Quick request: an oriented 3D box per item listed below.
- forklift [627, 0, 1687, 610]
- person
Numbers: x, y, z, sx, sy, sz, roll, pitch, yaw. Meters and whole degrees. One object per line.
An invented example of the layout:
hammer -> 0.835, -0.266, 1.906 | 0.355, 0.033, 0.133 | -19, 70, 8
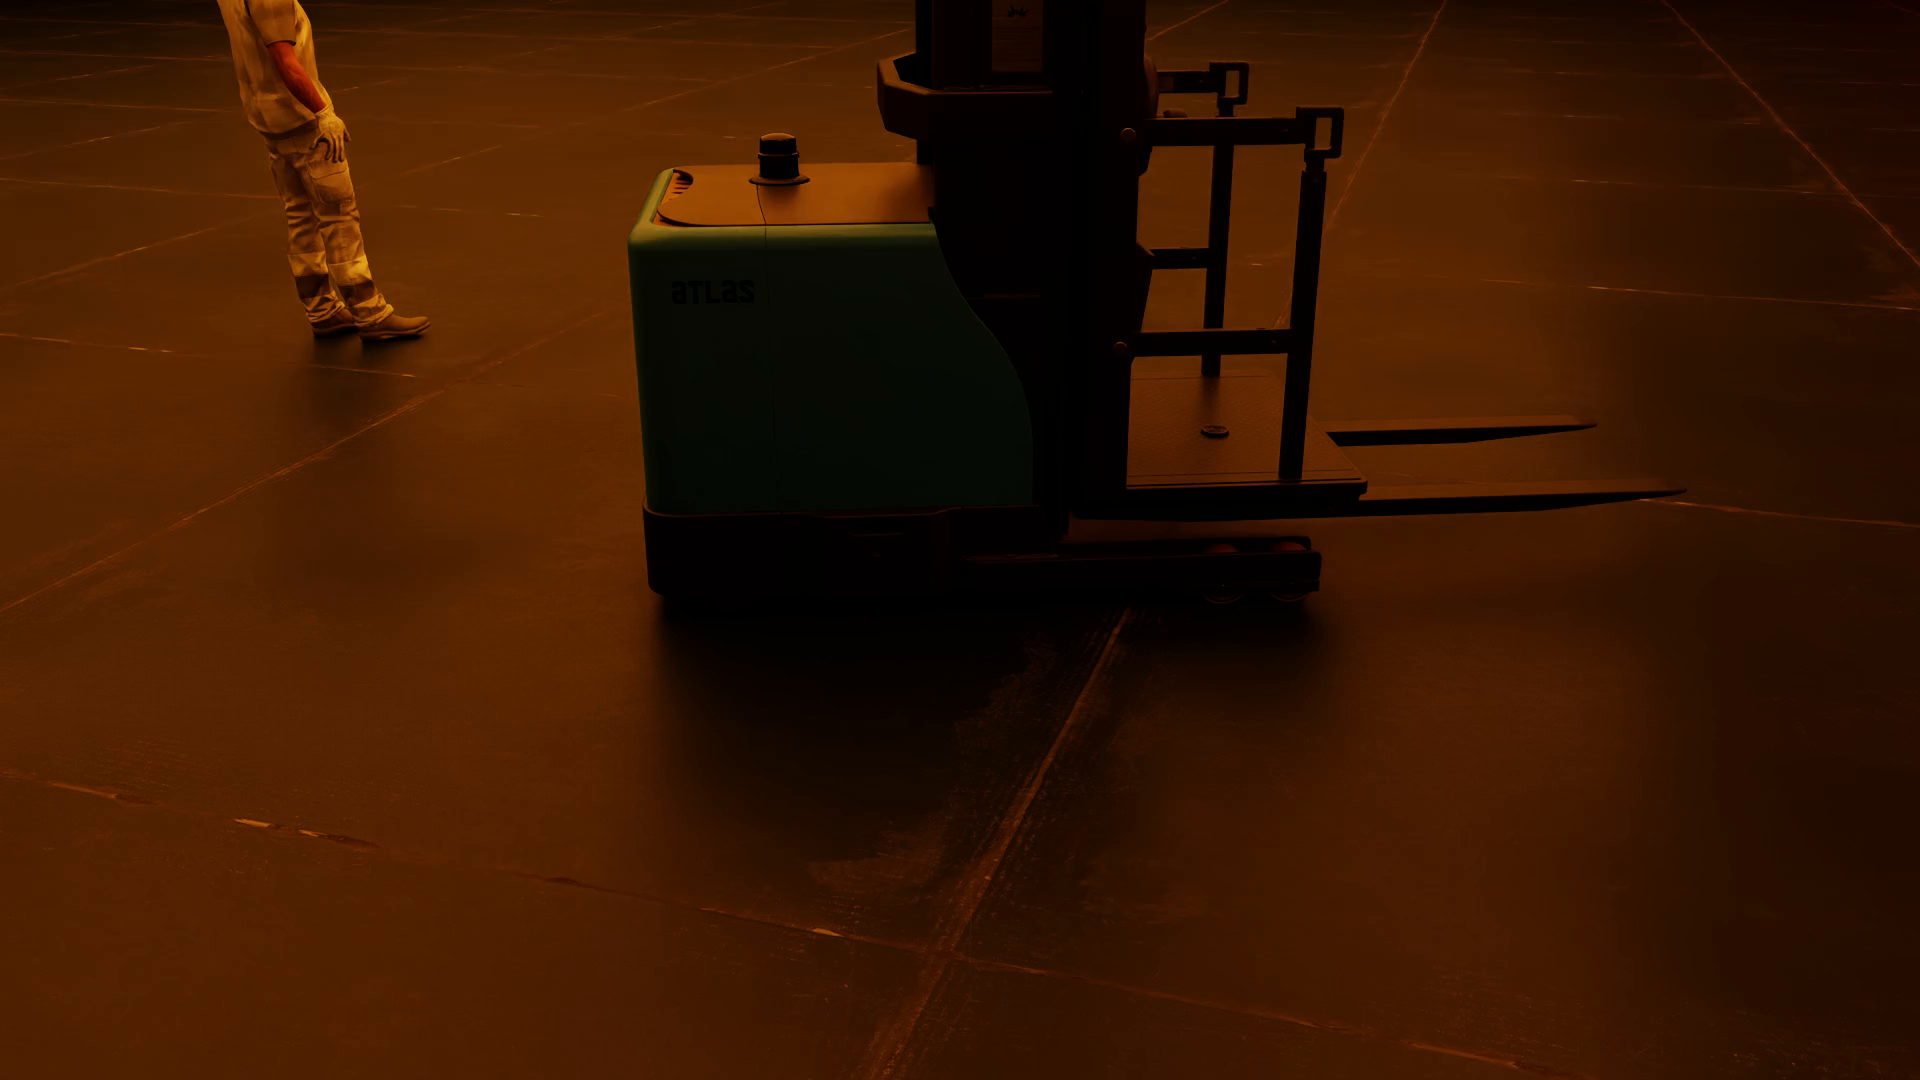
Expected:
forklift -> 0.606, -1.374, 4.608 | 3.031, 2.935, 1.130 | -2, 23, -4
person -> -2.713, -1.752, 7.000 | 0.564, 1.789, 0.637 | -18, 28, -37
